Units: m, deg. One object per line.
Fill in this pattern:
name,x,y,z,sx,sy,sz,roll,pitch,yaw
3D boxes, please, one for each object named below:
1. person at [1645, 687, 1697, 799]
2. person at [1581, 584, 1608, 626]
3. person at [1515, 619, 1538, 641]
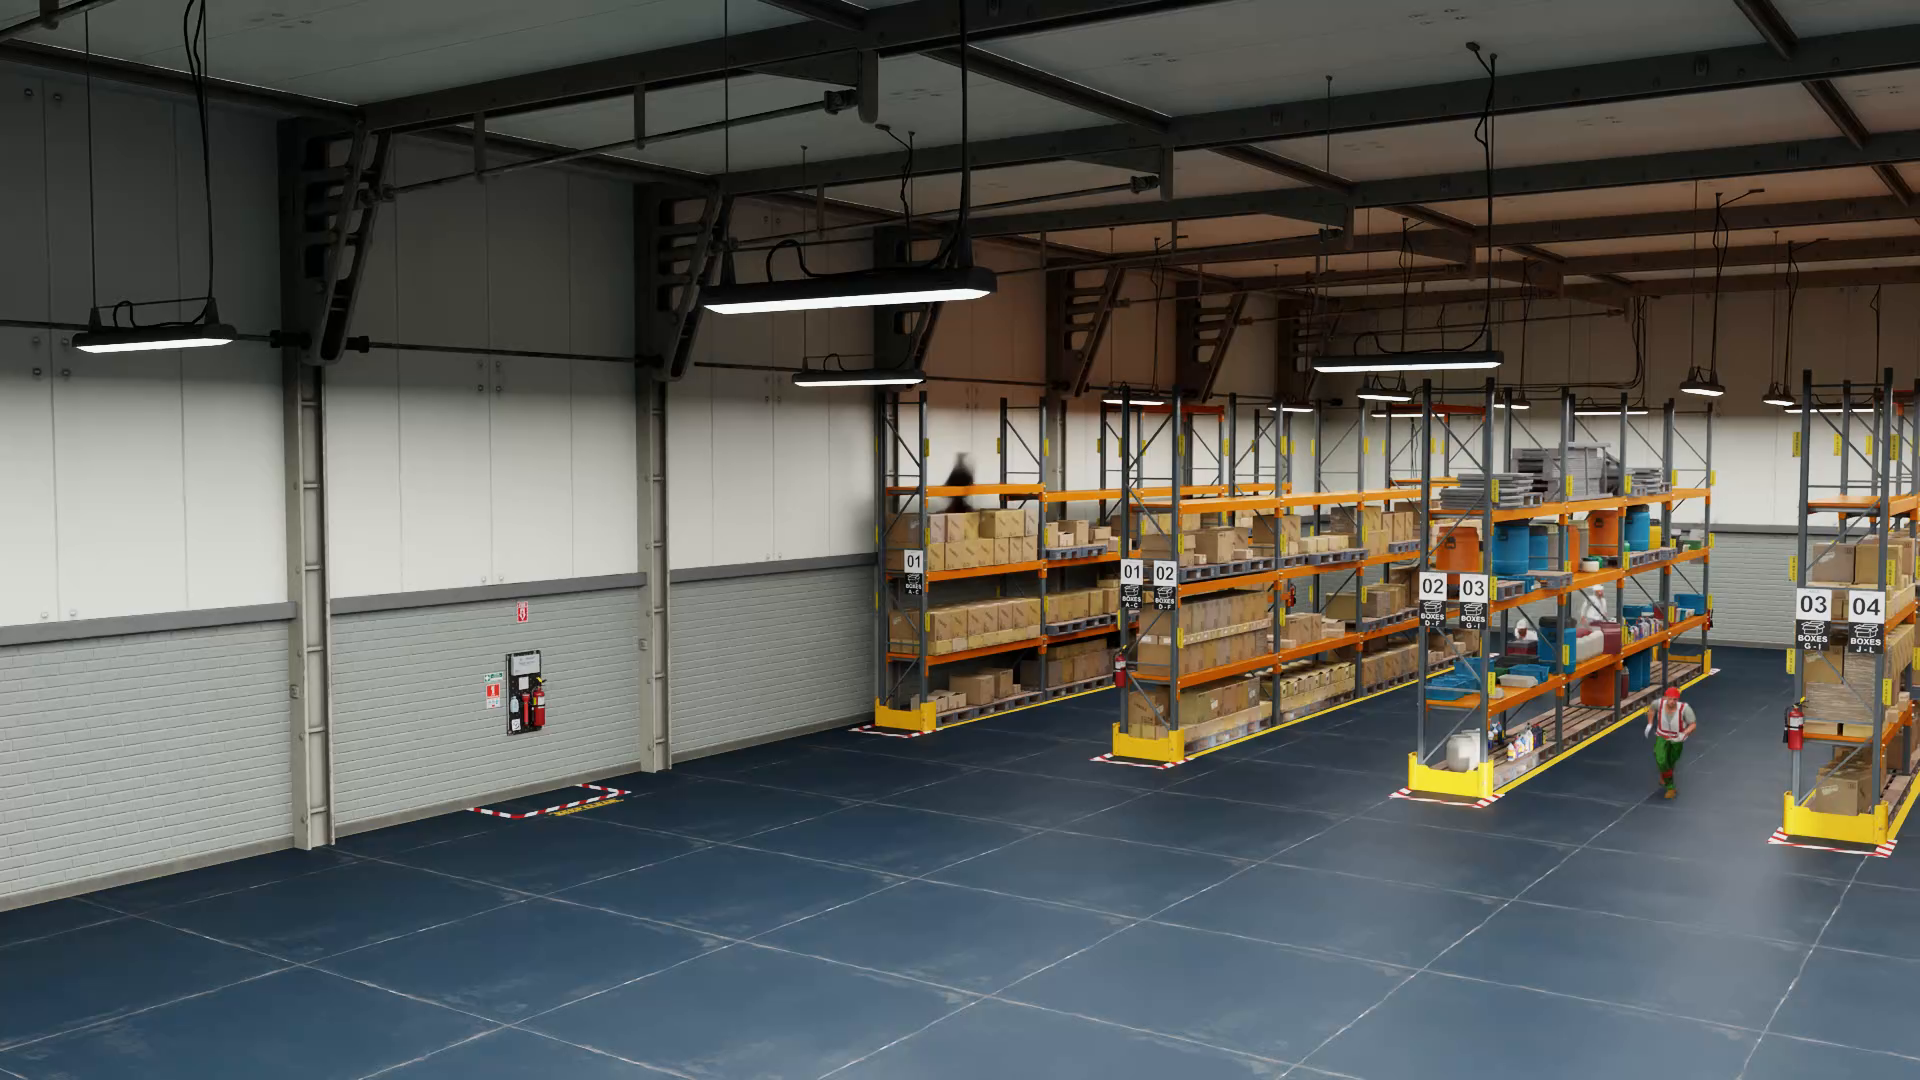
person,10.241,2.866,23.970,0.688,1.607,1.103,1,3,24
person,15.356,1.914,40.301,0.893,1.707,0.772,-2,4,-27
person,11.351,2.346,33.177,1.098,1.582,0.734,-3,4,-40
